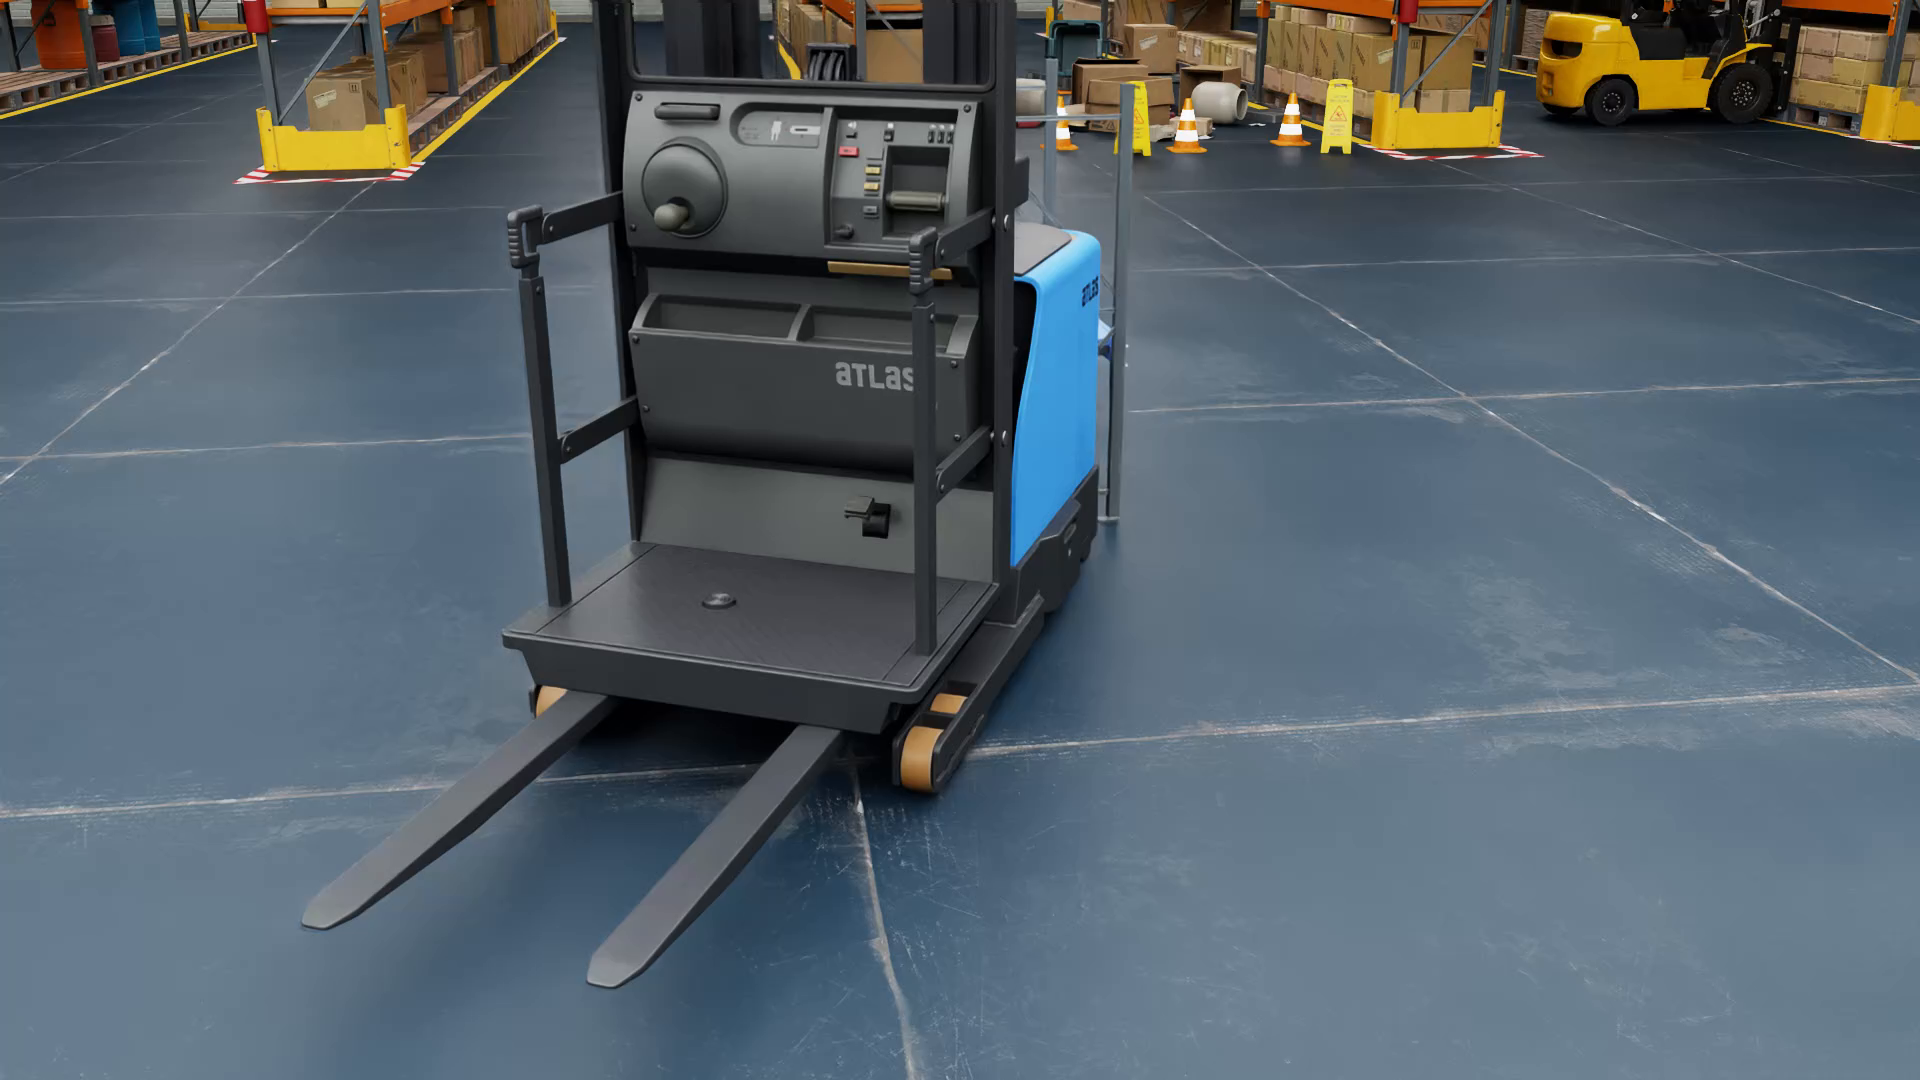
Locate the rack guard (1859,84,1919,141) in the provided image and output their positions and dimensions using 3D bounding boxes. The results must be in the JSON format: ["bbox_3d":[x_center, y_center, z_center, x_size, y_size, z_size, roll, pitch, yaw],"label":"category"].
[{"bbox_3d":[9.392,-4.160,16.138,1.175,0.500,0.348,-3,21,-8],"label":"rack guard"}]

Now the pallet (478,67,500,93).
[{"bbox_3d":[-6.372,-5.780,20.891,1.003,0.211,1.213,-3,21,-8],"label":"pallet"}]

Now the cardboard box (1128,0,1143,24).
[{"bbox_3d":[3.054,-7.920,25.072,0.875,0.875,0.875,-2,21,-6],"label":"cardboard box"}]

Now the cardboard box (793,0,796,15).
[{"bbox_3d":[-2.143,-7.704,23.957,0.500,0.250,0.500,-2,21,-6],"label":"cardboard box"}]

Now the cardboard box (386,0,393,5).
[{"bbox_3d":[-5.173,-4.755,14.520,0.380,0.149,0.250,-3,21,-8],"label":"cardboard box"}]

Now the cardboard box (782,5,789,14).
[{"bbox_3d":[-2.765,-8.829,27.692,0.380,0.149,0.250,-3,21,-7],"label":"cardboard box"}]

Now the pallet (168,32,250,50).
[{"bbox_3d":[-12.457,-8.283,27.593,1.003,0.211,1.213,-3,21,-8],"label":"pallet"}]

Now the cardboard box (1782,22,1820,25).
[{"bbox_3d":[8.786,-5.386,17.751,0.500,0.250,0.500,-3,21,-9],"label":"cardboard box"}]

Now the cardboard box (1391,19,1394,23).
[{"bbox_3d":[7.236,-8.711,28.060,0.396,0.266,0.258,-2,21,-6],"label":"cardboard box"}]

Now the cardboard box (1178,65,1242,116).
[{"bbox_3d":[2.708,-4.863,18.018,0.500,0.500,0.500,12,24,29],"label":"cardboard box"}]

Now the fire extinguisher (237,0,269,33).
[{"bbox_3d":[-5.769,-4.488,13.557,0.296,0.674,0.183,-3,21,-8],"label":"fire extinguisher"}]

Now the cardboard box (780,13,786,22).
[{"bbox_3d":[-2.856,-8.876,28.244,0.380,0.149,0.250,-2,21,-6],"label":"cardboard box"}]

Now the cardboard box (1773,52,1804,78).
[{"bbox_3d":[8.852,-4.986,17.395,0.500,0.250,0.500,-3,21,-9],"label":"cardboard box"}]

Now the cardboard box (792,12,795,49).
[{"bbox_3d":[-2.215,-7.531,24.564,0.500,0.500,0.500,-2,21,-5],"label":"cardboard box"}]

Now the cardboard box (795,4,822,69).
[{"bbox_3d":[-1.561,-6.500,21.447,1.050,0.750,0.750,-3,21,-8],"label":"cardboard box"}]

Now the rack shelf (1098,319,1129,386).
[{"bbox_3d":[0.222,-0.767,6.141,0.538,0.185,1.000,-4,21,-10],"label":"rack shelf"}]

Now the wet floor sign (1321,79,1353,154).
[{"bbox_3d":[3.446,-3.865,15.141,0.267,0.644,0.232,4,21,11],"label":"wet floor sign"}]

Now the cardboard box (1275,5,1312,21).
[{"bbox_3d":[3.677,-5.772,18.213,0.380,0.149,0.250,-3,21,-7],"label":"cardboard box"}]

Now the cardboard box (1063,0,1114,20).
[{"bbox_3d":[2.365,-9.400,29.658,0.875,0.438,0.875,-4,21,-10],"label":"cardboard box"}]

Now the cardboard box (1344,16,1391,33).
[{"bbox_3d":[3.984,-5.039,16.251,0.380,0.149,0.250,-2,21,-6],"label":"cardboard box"}]

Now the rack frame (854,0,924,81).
[{"bbox_3d":[-0.407,-4.803,14.288,1.000,3.000,0.127,-3,21,-8],"label":"rack frame"}]

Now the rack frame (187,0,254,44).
[{"bbox_3d":[-12.537,-9.877,27.875,1.000,3.000,0.127,-3,21,-8],"label":"rack frame"}]

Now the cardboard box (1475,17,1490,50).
[{"bbox_3d":[7.900,-7.444,24.332,0.500,0.500,0.500,-3,21,-9],"label":"cardboard box"}]

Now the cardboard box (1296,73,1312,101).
[{"bbox_3d":[3.885,-4.795,17.597,0.500,0.250,0.500,-3,21,-8],"label":"cardboard box"}]

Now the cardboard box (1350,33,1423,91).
[{"bbox_3d":[4.103,-4.611,16.034,0.500,0.500,0.500,-3,21,-7],"label":"cardboard box"}]

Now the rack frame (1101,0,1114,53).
[{"bbox_3d":[2.747,-9.242,26.174,1.000,3.000,0.127,-3,21,-8],"label":"rack frame"}]

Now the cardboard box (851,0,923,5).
[{"bbox_3d":[-0.505,-4.999,14.599,0.875,0.550,0.550,-3,21,-8],"label":"cardboard box"}]

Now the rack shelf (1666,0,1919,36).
[{"bbox_3d":[9.100,-5.694,17.703,1.077,0.370,4.000,-3,21,-8],"label":"rack shelf"}]

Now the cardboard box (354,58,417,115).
[{"bbox_3d":[-5.631,-4.449,16.312,0.500,0.500,0.500,-5,21,-13],"label":"cardboard box"}]

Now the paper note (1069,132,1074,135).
[{"bbox_3d":[1.053,-4.025,16.452,0.144,0.017,0.142,4,21,11],"label":"paper note"}]

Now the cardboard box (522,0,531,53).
[{"bbox_3d":[-6.818,-7.414,23.715,1.225,0.875,0.875,-4,21,-10],"label":"cardboard box"}]

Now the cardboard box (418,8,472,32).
[{"bbox_3d":[-6.270,-6.330,20.249,0.500,0.250,0.500,-1,20,-2],"label":"cardboard box"}]

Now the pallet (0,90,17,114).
[{"bbox_3d":[-10.959,-4.686,17.961,1.003,0.211,1.213,-3,21,-8],"label":"pallet"}]

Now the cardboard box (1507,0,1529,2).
[{"bbox_3d":[8.308,-7.997,24.885,0.380,0.149,0.250,-3,21,-9],"label":"cardboard box"}]

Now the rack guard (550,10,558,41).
[{"bbox_3d":[-7.639,-8.964,29.003,1.175,0.500,0.348,-3,21,-8],"label":"rack guard"}]

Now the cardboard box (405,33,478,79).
[{"bbox_3d":[-6.185,-5.774,19.832,0.700,0.500,0.500,-1,21,-3],"label":"cardboard box"}]

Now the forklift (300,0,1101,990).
[{"bbox_3d":[-0.472,-0.910,3.963,1.130,2.935,3.031,6,21,16],"label":"forklift"}]

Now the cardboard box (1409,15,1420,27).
[{"bbox_3d":[7.506,-8.341,26.733,0.500,0.500,0.500,-2,21,-5],"label":"cardboard box"}]

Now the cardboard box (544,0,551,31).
[{"bbox_3d":[-7.465,-9.111,28.259,0.875,0.875,0.875,-3,21,-8],"label":"cardboard box"}]

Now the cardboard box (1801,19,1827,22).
[{"bbox_3d":[9.222,-5.590,18.296,0.500,0.250,0.500,-3,21,-7],"label":"cardboard box"}]

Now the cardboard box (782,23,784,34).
[{"bbox_3d":[-2.784,-8.566,27.837,0.380,0.149,0.250,-4,21,-10],"label":"cardboard box"}]

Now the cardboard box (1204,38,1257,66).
[{"bbox_3d":[3.613,-6.109,20.940,0.950,0.372,0.625,-2,21,-6],"label":"cardboard box"}]

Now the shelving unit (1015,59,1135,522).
[{"bbox_3d":[0.222,-0.936,6.078,0.538,1.500,1.048,-4,21,-10],"label":"shelving unit"}]

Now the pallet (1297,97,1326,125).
[{"bbox_3d":[4.211,-4.512,17.494,1.003,0.211,1.213,-3,21,-8],"label":"pallet"}]

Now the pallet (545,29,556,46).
[{"bbox_3d":[-7.443,-8.548,28.301,1.003,0.211,1.213,-3,21,-8],"label":"pallet"}]

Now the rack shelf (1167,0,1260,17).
[{"bbox_3d":[3.612,-6.828,20.738,1.077,0.370,4.000,-3,21,-8],"label":"rack shelf"}]

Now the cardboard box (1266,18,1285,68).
[{"bbox_3d":[3.718,-5.514,18.451,0.500,0.500,0.500,-2,21,-5],"label":"cardboard box"}]

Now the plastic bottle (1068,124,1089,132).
[{"bbox_3d":[1.171,-4.155,16.753,0.133,0.061,0.283,-11,23,-26],"label":"plastic bottle"}]

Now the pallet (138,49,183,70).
[{"bbox_3d":[-11.891,-6.917,23.934,1.003,0.211,1.213,-3,21,-8],"label":"pallet"}]

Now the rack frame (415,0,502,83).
[{"bbox_3d":[-6.483,-7.357,21.127,1.000,3.000,0.127,-3,21,-8],"label":"rack frame"}]

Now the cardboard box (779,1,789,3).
[{"bbox_3d":[-2.974,-9.284,28.909,0.380,0.149,0.250,-4,21,-10],"label":"cardboard box"}]
